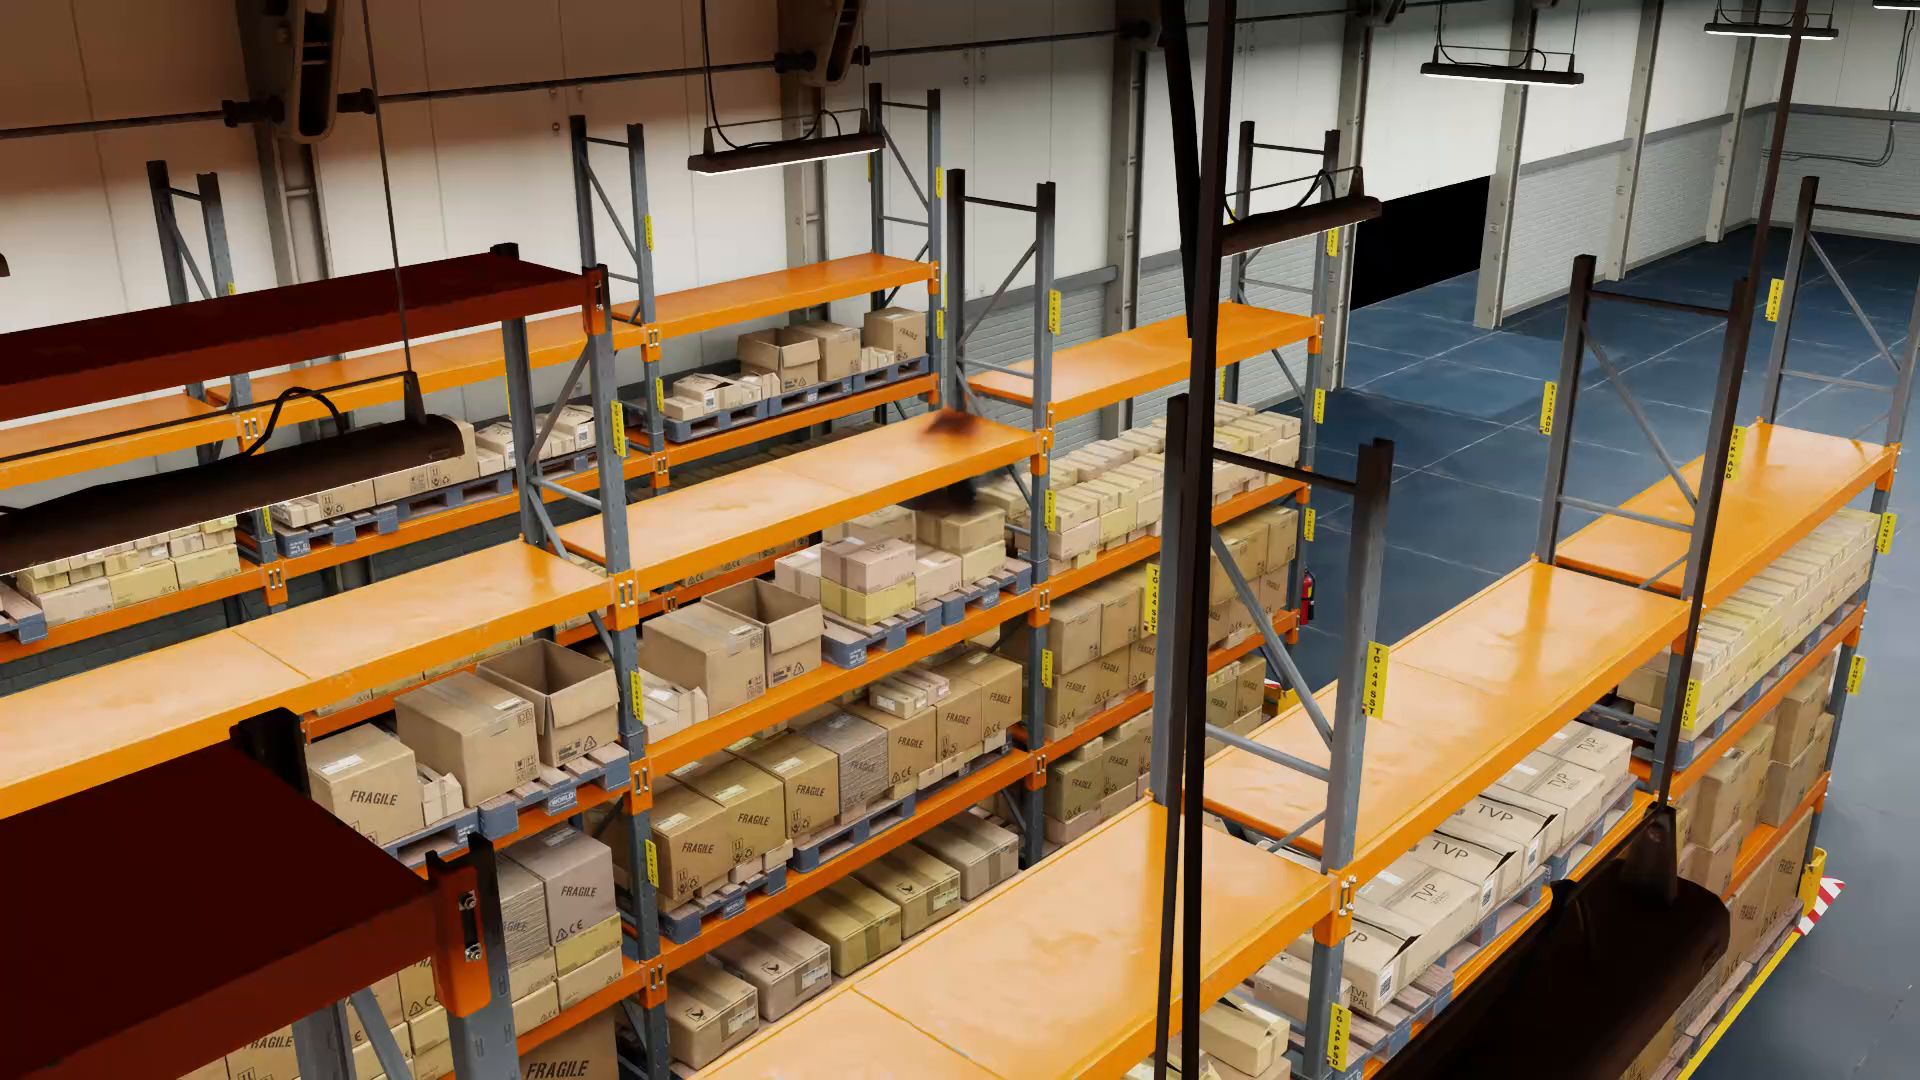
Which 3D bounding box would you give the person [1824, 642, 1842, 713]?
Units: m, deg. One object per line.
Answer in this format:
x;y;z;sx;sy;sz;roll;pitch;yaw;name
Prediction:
8.218;1.445;16.002;0.638;1.661;0.538;1;21;2;person
